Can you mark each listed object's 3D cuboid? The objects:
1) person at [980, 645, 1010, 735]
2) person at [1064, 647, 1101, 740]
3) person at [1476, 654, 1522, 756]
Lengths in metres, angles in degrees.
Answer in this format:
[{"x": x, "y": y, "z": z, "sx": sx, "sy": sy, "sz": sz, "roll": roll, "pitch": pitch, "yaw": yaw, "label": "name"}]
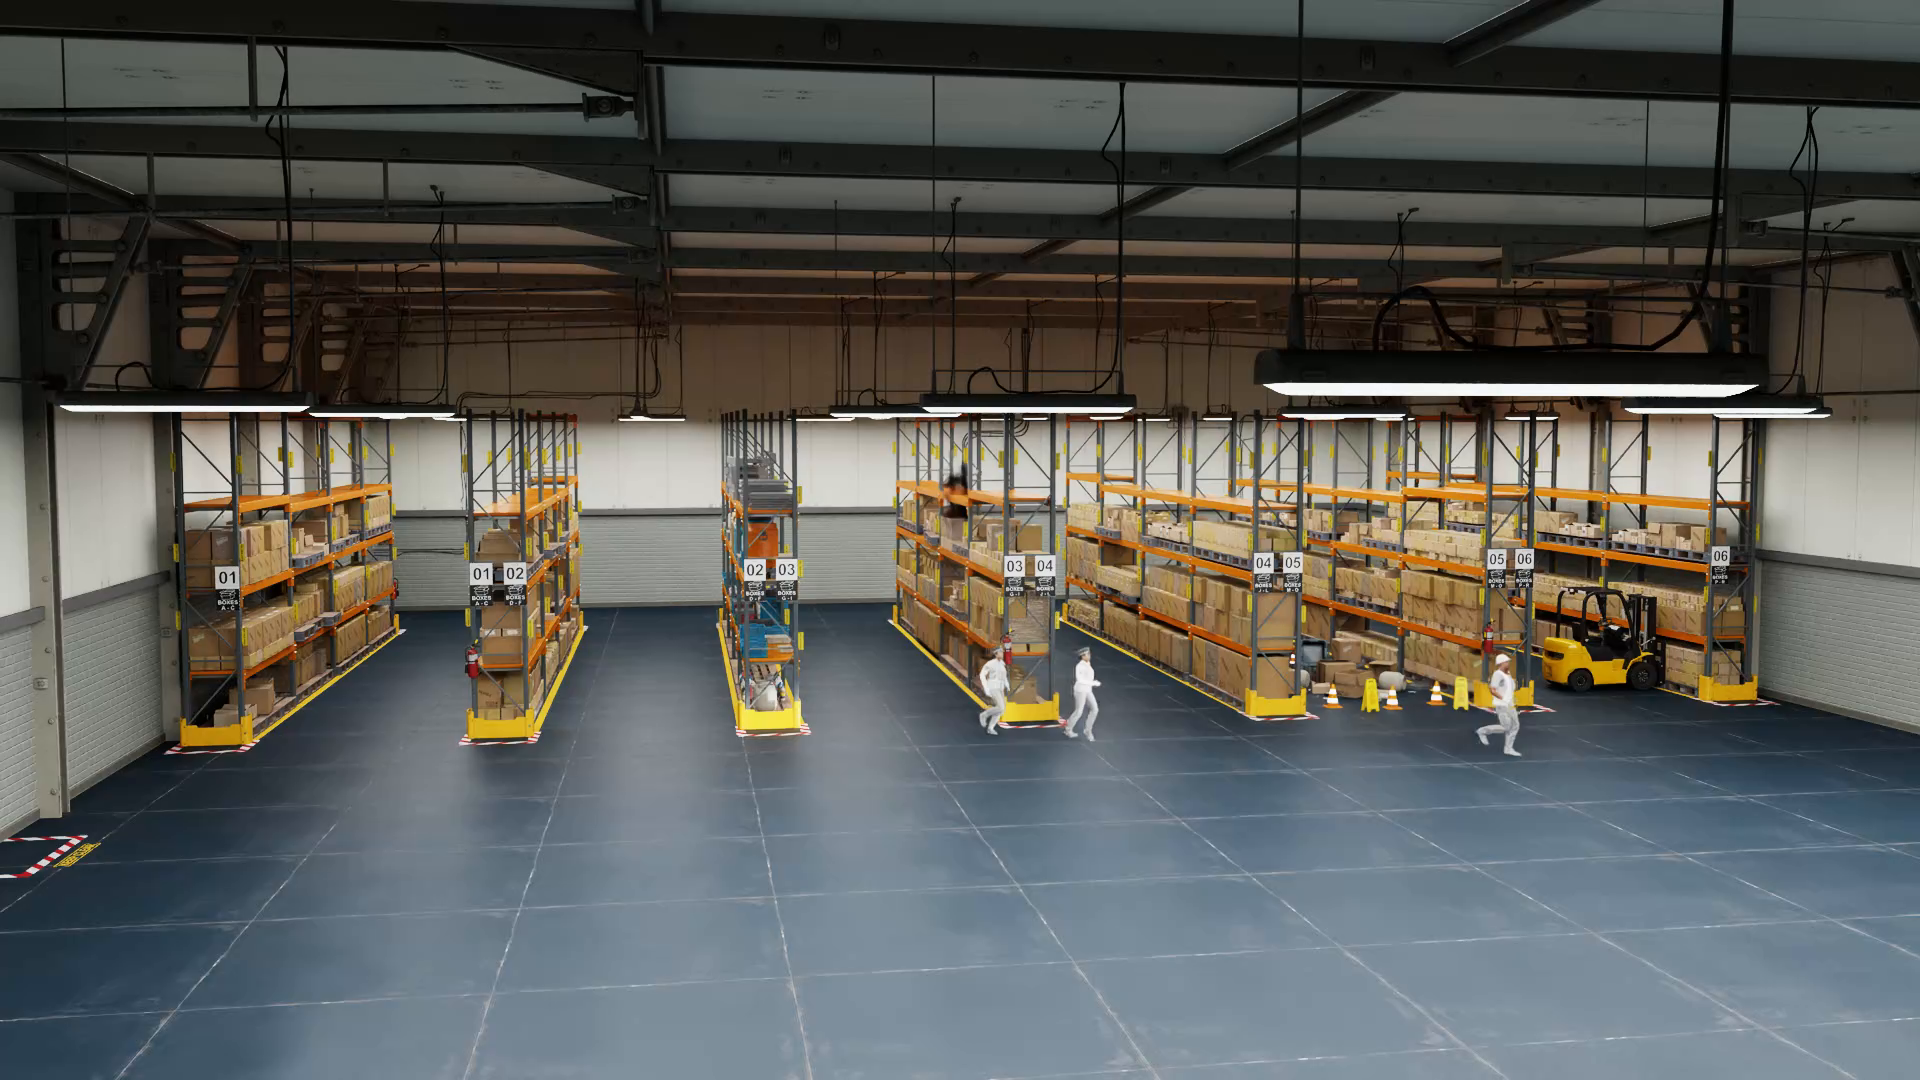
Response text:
[{"x": 0.704, "y": 2.762, "z": 30.824, "sx": 0.504, "sy": 1.619, "sz": 0.639, "roll": 3, "pitch": 5, "yaw": 40, "label": "person"}, {"x": 2.245, "y": 2.796, "z": 30.132, "sx": 0.719, "sy": 1.758, "sz": 0.627, "roll": 2, "pitch": 5, "yaw": 29, "label": "person"}, {"x": 9.376, "y": 2.850, "z": 28.828, "sx": 0.767, "sy": 1.757, "sz": 0.688, "roll": 3, "pitch": 5, "yaw": 35, "label": "person"}]
